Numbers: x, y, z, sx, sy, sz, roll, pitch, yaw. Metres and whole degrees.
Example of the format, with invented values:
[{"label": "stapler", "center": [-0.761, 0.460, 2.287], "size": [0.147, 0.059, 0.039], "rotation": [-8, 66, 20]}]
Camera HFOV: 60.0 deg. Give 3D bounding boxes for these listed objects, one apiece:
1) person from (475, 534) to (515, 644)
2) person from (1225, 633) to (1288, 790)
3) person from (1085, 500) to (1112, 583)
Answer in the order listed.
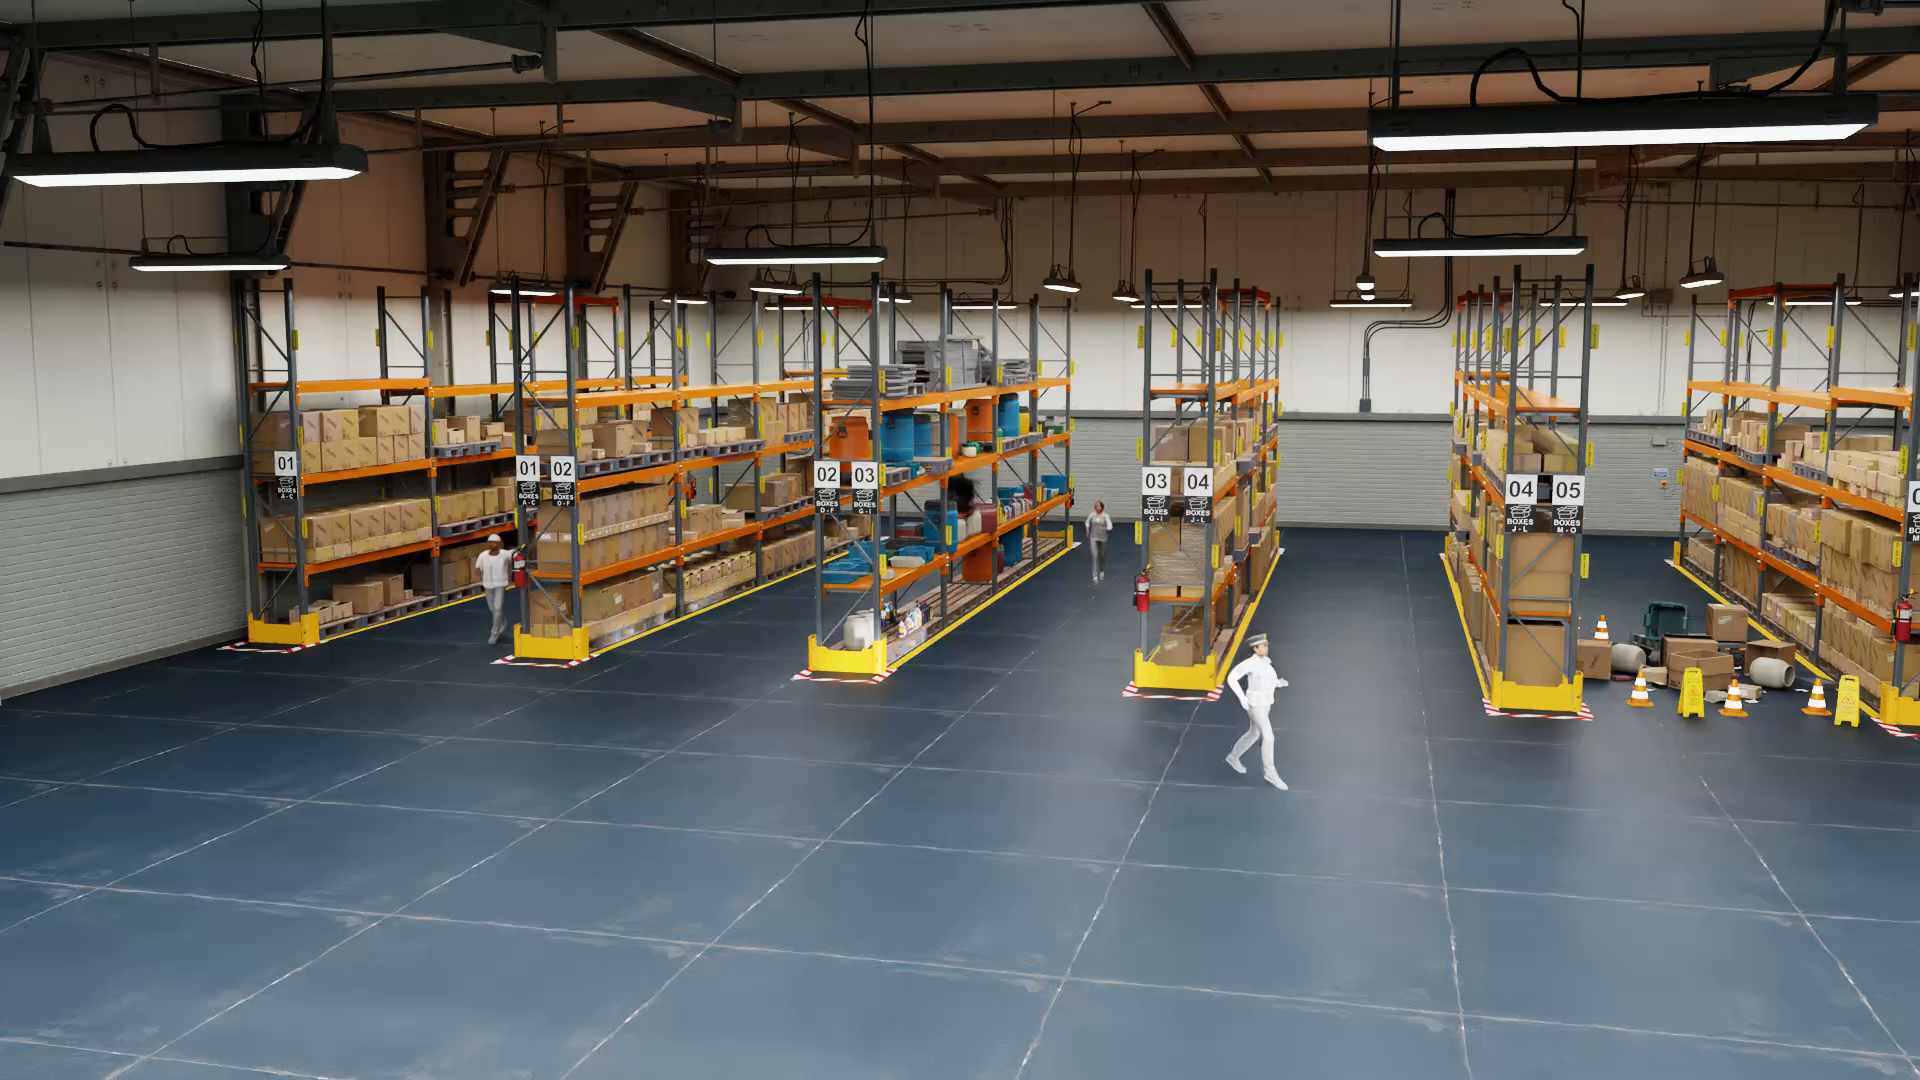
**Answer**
[{"label": "person", "center": [-7.746, 0.781, 27.709], "size": [0.695, 1.771, 0.962], "rotation": [1, 7, 7]}, {"label": "person", "center": [3.369, 1.897, 18.832], "size": [0.857, 1.725, 0.593], "rotation": [5, 9, 38]}, {"label": "person", "center": [2.724, 0.020, 32.723], "size": [0.540, 1.601, 0.845], "rotation": [1, 7, 7]}]
